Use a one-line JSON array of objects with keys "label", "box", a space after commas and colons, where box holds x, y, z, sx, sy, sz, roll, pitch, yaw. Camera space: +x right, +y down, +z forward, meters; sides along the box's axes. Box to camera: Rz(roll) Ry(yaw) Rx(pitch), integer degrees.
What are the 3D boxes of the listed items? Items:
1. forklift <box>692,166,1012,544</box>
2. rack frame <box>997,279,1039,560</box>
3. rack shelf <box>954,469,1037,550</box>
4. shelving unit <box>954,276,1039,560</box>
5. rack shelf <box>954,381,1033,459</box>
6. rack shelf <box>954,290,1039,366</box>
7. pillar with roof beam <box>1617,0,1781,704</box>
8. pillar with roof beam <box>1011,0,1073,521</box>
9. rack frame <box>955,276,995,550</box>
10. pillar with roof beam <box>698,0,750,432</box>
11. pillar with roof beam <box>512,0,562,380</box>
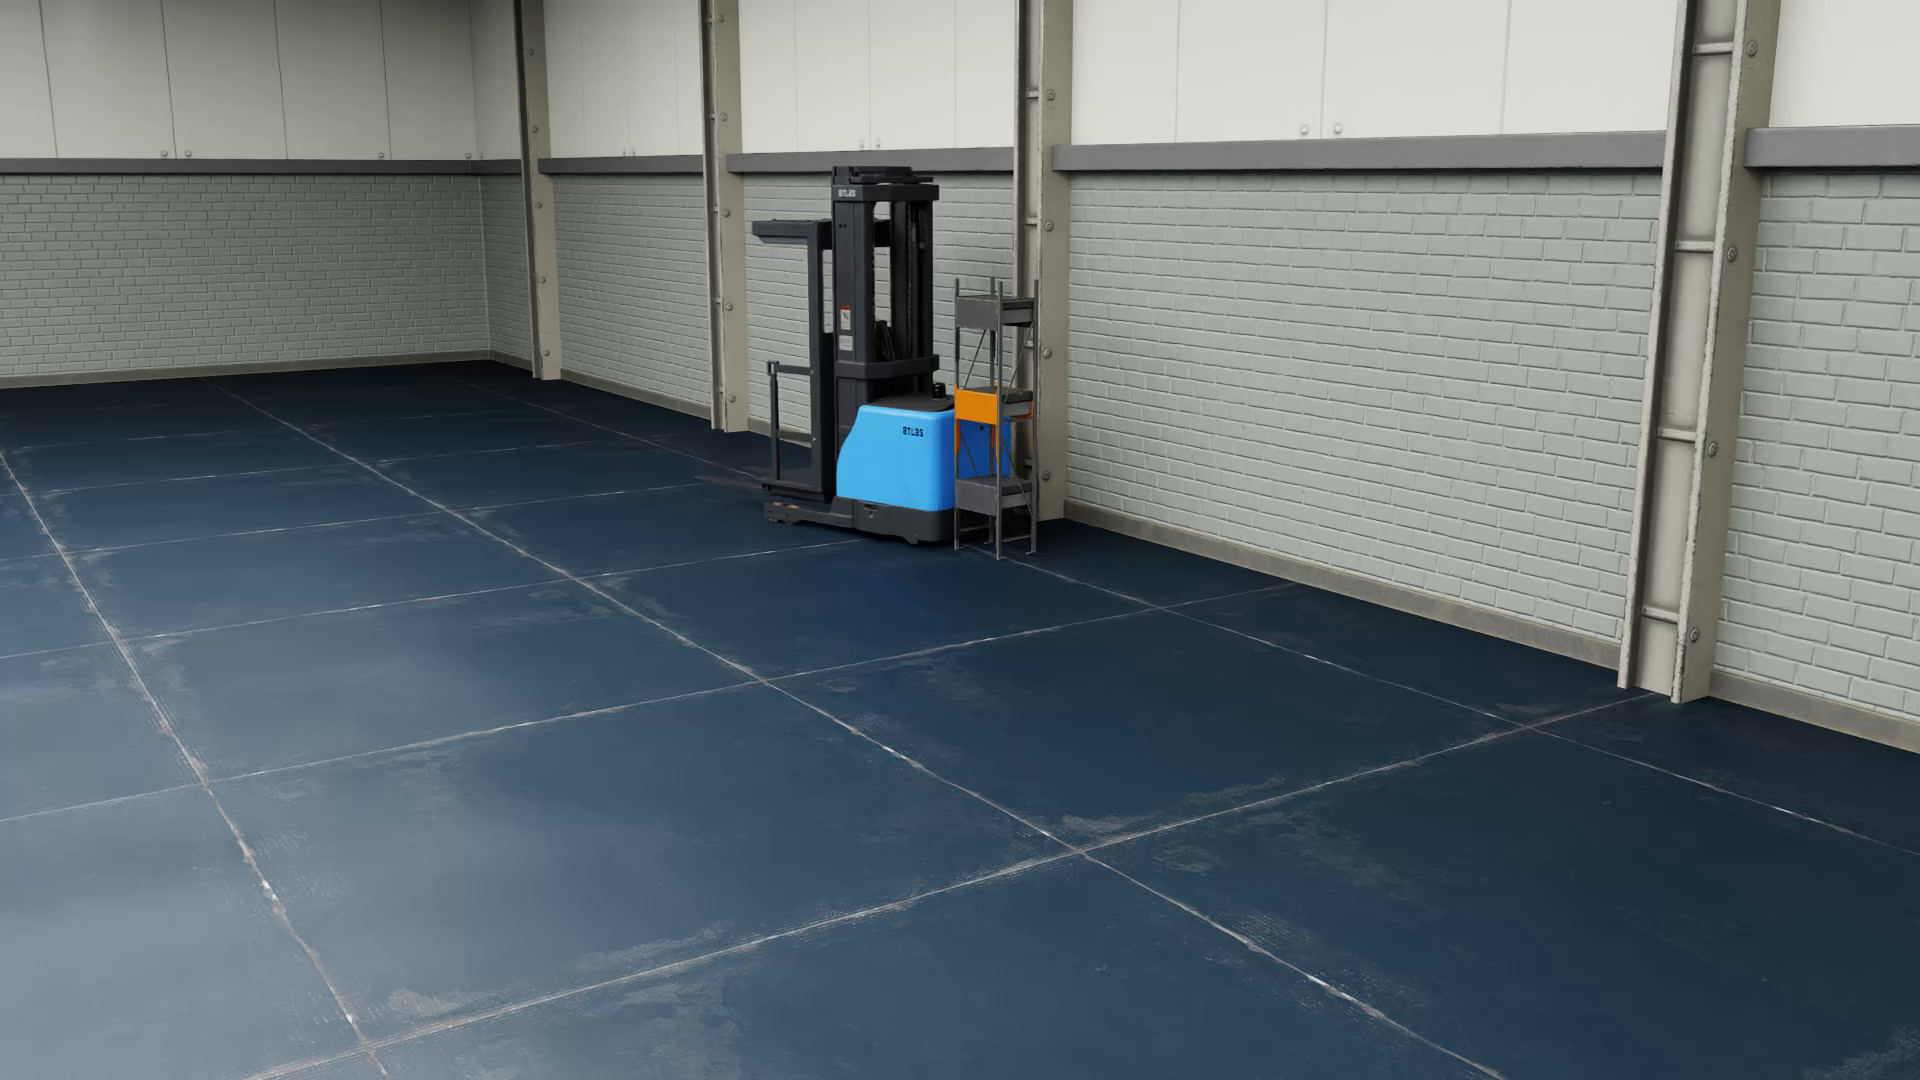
[{"label": "forklift", "box": [-1.028, -1.633, 13.969, 3.031, 2.935, 1.130, 10, 16, 38]}, {"label": "rack frame", "box": [0.435, -0.900, 12.561, 0.400, 2.100, 0.015, -11, 16, -40]}, {"label": "rack shelf", "box": [0.274, -0.242, 12.892, 0.431, 0.518, 0.480, -11, 16, -40]}, {"label": "shelving unit", "box": [0.274, -0.939, 12.740, 0.431, 2.100, 0.503, -11, 16, -40]}, {"label": "rack shelf", "box": [0.274, -0.926, 12.743, 0.431, 0.518, 0.480, -11, 16, -40]}, {"label": "rack shelf", "box": [0.274, -1.609, 12.593, 0.431, 0.518, 0.480, -11, 16, -40]}, {"label": "pillar with roof beam", "box": [0.418, -3.032, 6.164, 9.100, 9.000, 0.400, -8, 15, -33]}, {"label": "pillar with roof beam", "box": [-2.906, -4.099, 11.044, 9.100, 9.000, 0.400, -8, 15, -33]}, {"label": "rack frame", "box": [0.113, -0.978, 12.919, 0.400, 2.100, 0.015, -11, 16, -40]}, {"label": "pillar with roof beam", "box": [-6.230, -5.166, 15.923, 9.100, 9.000, 0.400, -8, 15, -33]}, {"label": "pillar with roof beam", "box": [-9.554, -6.234, 20.803, 9.100, 9.000, 0.400, -8, 15, -33]}]
